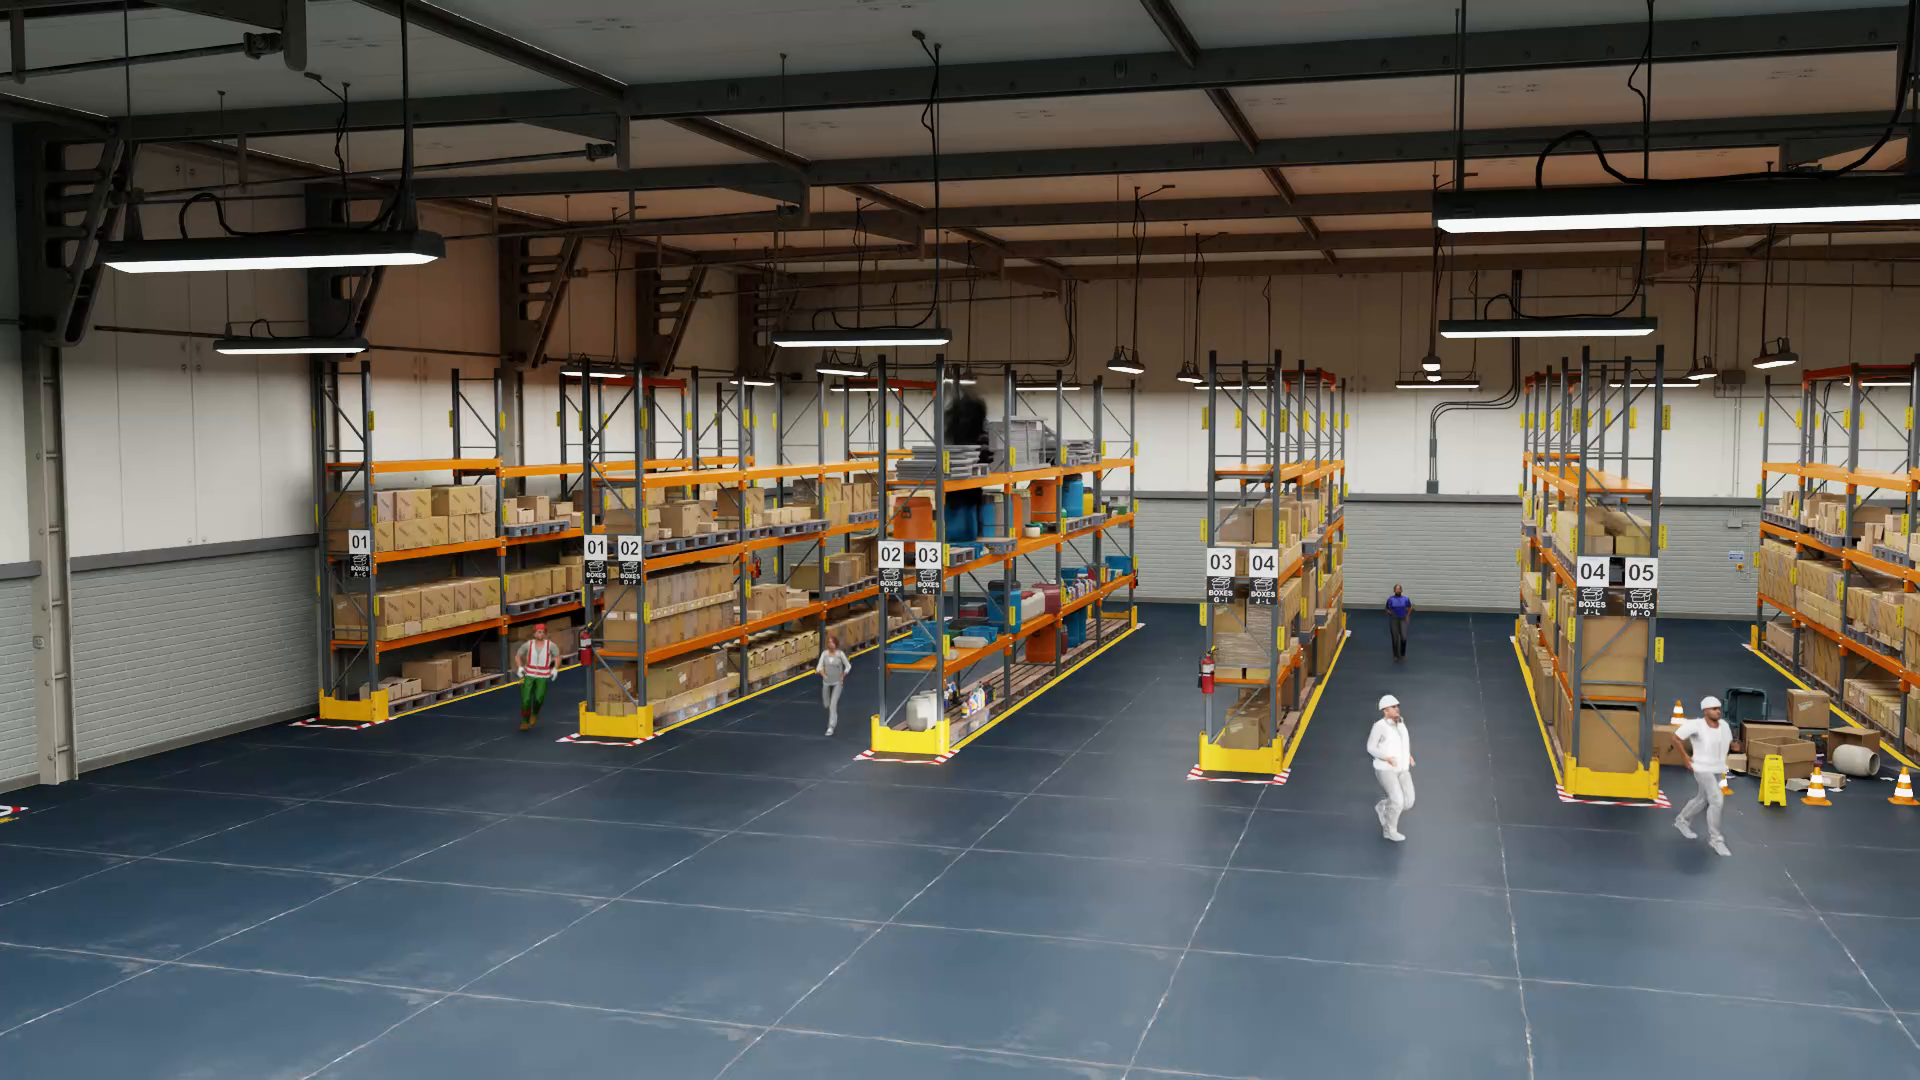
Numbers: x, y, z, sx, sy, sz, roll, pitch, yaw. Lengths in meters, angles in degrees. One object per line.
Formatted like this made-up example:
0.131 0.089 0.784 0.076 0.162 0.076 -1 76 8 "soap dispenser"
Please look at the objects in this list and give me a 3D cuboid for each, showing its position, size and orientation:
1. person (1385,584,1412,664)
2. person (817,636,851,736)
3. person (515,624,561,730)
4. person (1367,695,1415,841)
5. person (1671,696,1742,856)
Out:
9.048 1.740 34.289 0.548 1.662 0.681 1 4 13 "person"
-2.030 2.319 26.677 0.544 1.564 0.675 1 4 10 "person"
-6.838 2.217 26.904 0.724 1.726 0.523 -1 4 -9 "person"
5.160 2.718 19.912 0.655 1.722 0.609 -3 5 -33 "person"
8.789 2.728 19.532 0.670 1.816 0.852 -2 5 -26 "person"
